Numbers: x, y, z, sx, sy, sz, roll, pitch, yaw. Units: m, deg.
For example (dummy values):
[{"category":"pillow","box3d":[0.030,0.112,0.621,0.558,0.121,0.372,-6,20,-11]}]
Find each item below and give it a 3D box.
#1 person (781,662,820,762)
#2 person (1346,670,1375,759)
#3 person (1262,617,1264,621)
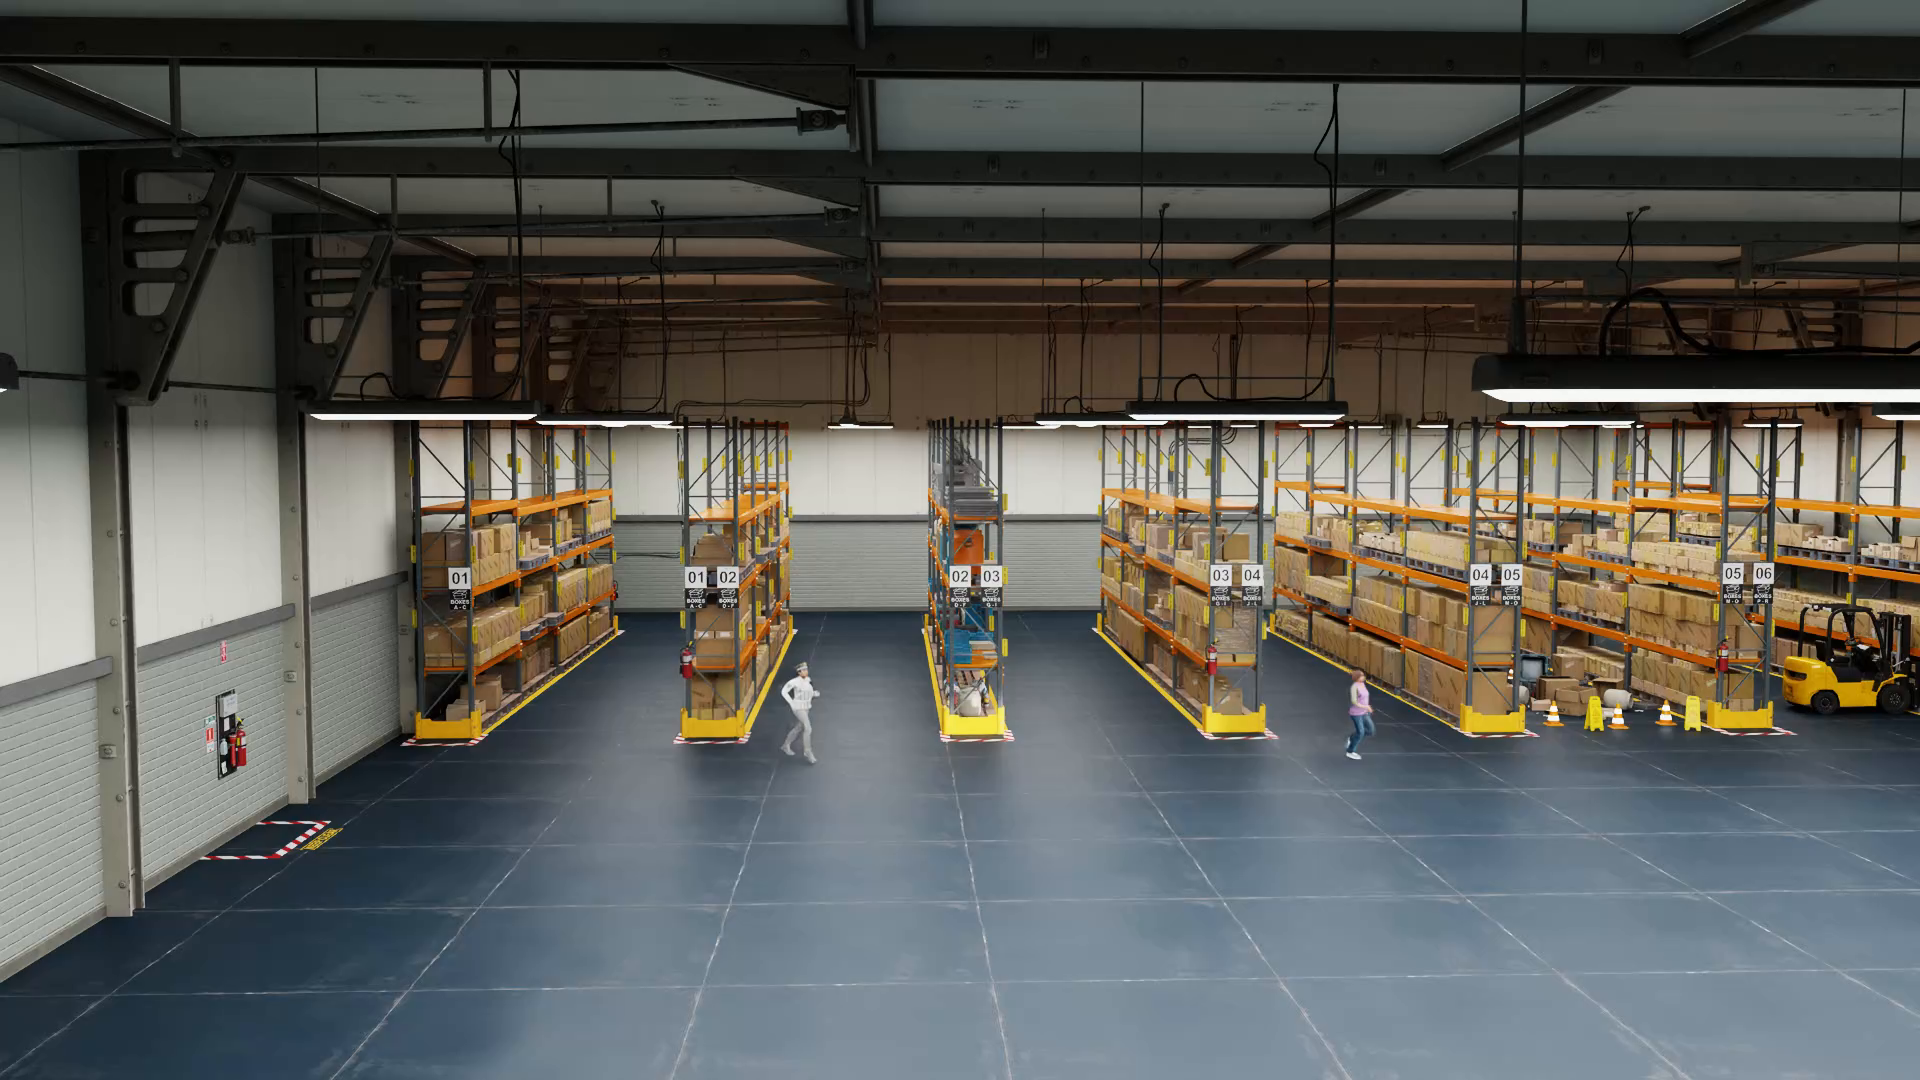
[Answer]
[{"category":"person","box3d":[-2.787,2.989,29.040,0.790,1.751,0.571,2,4,28]},{"category":"person","box3d":[7.018,3.050,29.100,0.537,1.566,0.539,3,5,38]},{"category":"person","box3d":[8.594,1.723,49.024,0.782,1.616,0.738,0,4,0]}]
